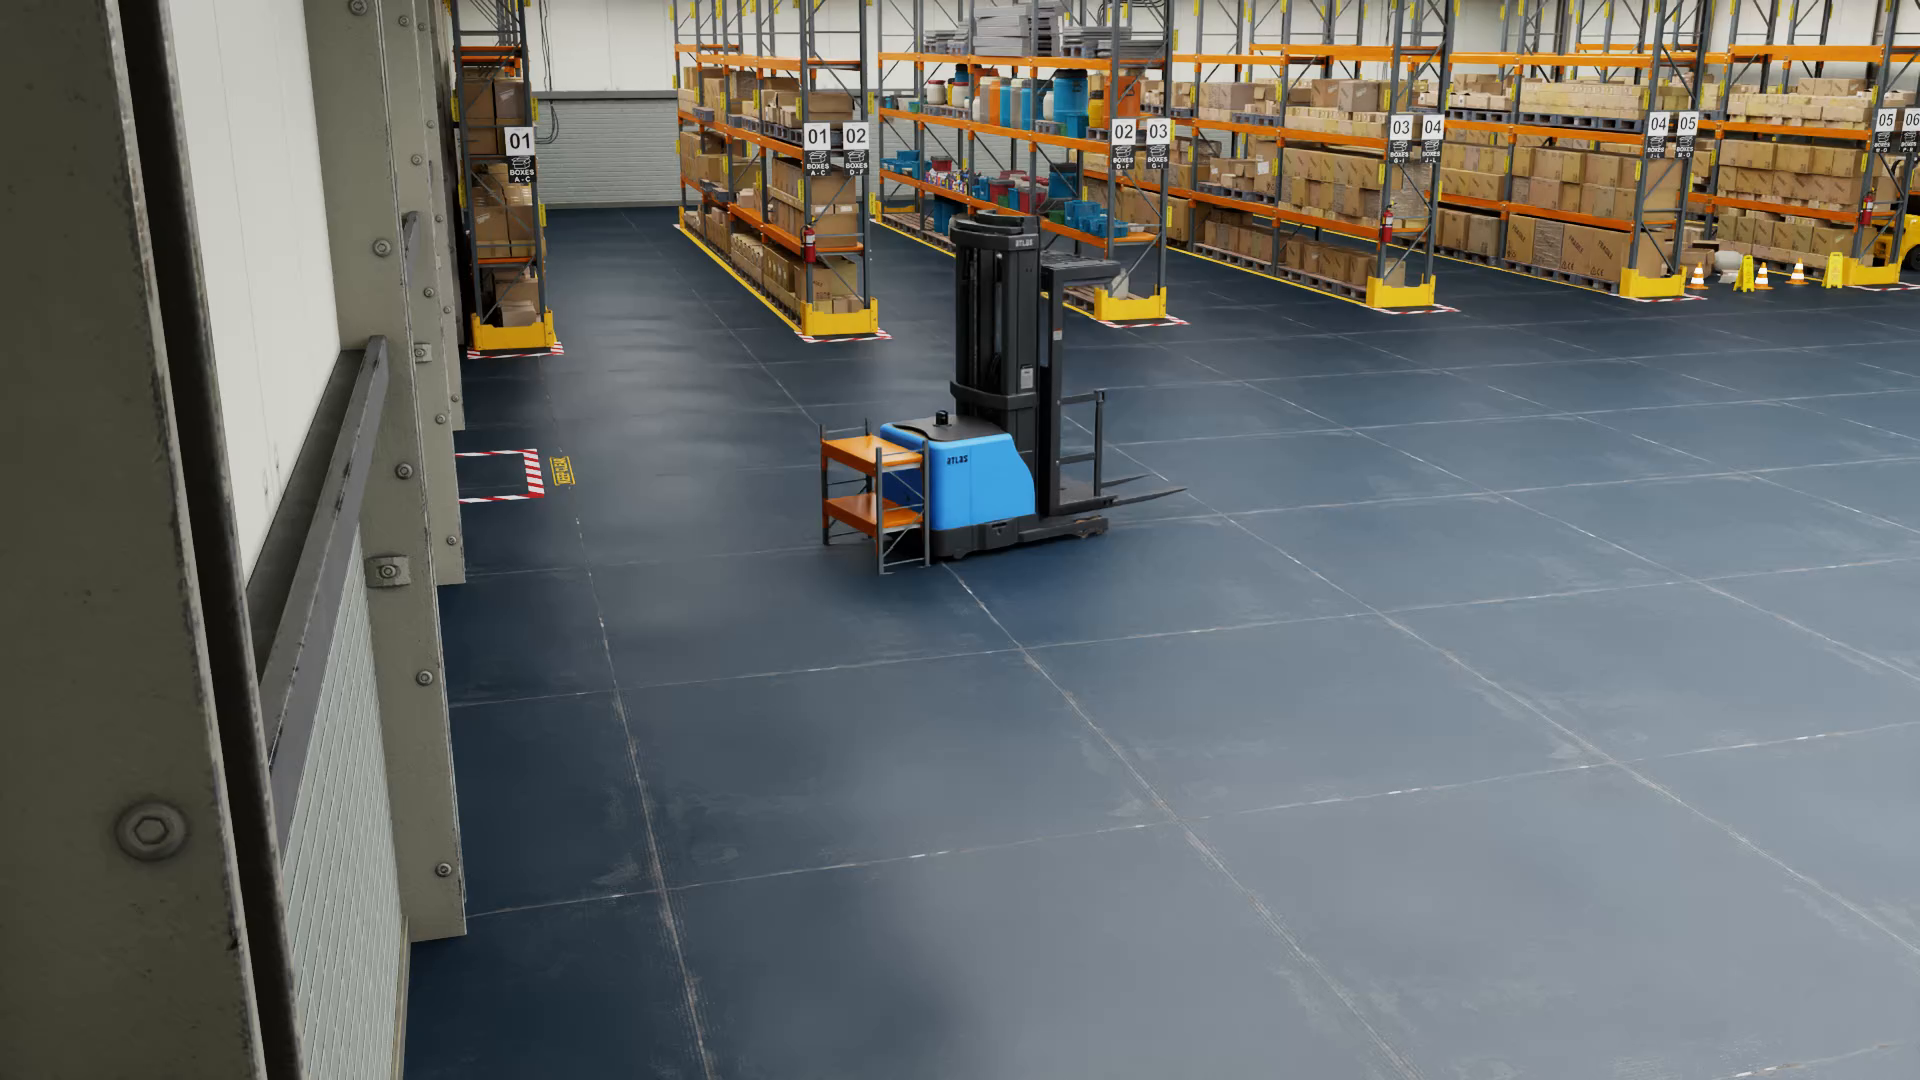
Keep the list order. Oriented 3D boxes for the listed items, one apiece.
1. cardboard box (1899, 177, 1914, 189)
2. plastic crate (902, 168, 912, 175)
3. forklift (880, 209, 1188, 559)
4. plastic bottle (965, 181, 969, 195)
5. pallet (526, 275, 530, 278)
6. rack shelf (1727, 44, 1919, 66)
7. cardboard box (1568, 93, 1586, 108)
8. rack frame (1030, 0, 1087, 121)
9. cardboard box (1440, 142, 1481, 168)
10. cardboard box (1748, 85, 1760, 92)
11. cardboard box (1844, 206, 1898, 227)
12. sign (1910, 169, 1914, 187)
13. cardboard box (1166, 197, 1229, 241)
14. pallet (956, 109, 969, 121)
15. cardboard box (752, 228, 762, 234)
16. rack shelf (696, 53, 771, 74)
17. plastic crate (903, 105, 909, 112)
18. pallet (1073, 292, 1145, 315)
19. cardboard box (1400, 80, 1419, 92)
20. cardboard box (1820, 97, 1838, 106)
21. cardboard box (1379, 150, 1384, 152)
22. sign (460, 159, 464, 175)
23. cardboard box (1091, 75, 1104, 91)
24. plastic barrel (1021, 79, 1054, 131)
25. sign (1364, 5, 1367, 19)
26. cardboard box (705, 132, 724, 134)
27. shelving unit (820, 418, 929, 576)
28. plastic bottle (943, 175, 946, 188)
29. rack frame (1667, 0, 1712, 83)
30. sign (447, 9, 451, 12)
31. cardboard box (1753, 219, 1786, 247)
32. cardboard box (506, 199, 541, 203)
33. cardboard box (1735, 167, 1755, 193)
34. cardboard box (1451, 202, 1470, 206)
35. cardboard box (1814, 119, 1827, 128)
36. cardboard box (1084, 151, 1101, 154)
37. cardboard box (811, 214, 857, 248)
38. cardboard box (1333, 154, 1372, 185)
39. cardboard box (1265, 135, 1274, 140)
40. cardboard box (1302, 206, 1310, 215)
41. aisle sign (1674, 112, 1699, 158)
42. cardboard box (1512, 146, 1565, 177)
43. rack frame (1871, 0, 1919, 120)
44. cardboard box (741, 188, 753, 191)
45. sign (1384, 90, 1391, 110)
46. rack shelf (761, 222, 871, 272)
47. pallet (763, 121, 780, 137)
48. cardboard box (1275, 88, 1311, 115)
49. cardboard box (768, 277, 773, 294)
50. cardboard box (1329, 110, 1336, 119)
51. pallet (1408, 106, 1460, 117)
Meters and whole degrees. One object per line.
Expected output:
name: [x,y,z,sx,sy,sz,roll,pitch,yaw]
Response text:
cardboard box: [20.443,-7.816,36.316,0.500,0.250,0.500,-4,17,-14]
plastic crate: [-1.195,-8.774,39.598,0.293,0.136,0.466,-5,17,-15]
forklift: [0.773,-1.539,15.280,3.031,2.935,1.130,-11,20,-32]
plastic bottle: [0.150,-7.329,34.638,0.061,0.283,0.133,-5,17,-15]
pallet: [-8.309,-4.635,30.313,1.003,0.211,1.213,-5,17,-15]
rack shelf: [16.611,-9.349,31.989,1.077,0.370,4.000,-5,17,-15]
cardboard box: [11.614,-8.136,30.747,0.500,0.250,0.500,-5,17,-15]
rack frame: [1.771,-9.074,29.814,1.000,3.000,0.127,-5,17,-15]
cardboard box: [10.628,-8.183,35.365,0.700,0.500,0.500,-5,17,-16]
cardboard box: [19.233,-10.870,40.058,0.380,0.149,0.250,-5,17,-16]
cardboard box: [20.473,-7.191,37.375,0.875,0.625,0.625,-5,17,-16]
sign: [17.683,-6.727,30.924,0.100,0.325,0.005,-5,17,-15]
cardboard box: [5.264,-7.074,36.551,1.225,0.875,0.875,-6,18,-18]
pallet: [0.556,-8.872,34.687,1.003,0.211,1.213,-5,17,-15]
cardboard box: [-3.942,-6.078,33.851,0.500,0.500,0.500,-4,17,-13]
rack shelf: [-4.642,-9.807,34.200,1.077,0.370,4.000,-5,17,-15]
plastic crate: [-1.143,-10.045,38.722,0.293,0.136,0.466,-5,17,-15]
pallet: [2.586,-4.001,28.202,1.003,0.211,1.213,-5,17,-15]
cardboard box: [9.870,-10.005,36.625,0.396,0.266,0.258,-5,17,-15]
cardboard box: [16.582,-8.323,31.582,0.380,0.149,0.250,-5,17,-15]
cardboard box: [9.927,-8.935,38.453,0.380,0.149,0.250,-4,17,-14]
sign: [-9.387,-7.033,31.438,0.100,0.325,0.005,-5,17,-15]
cardboard box: [3.657,-11.201,41.033,0.700,0.500,0.500,-6,18,-19]
plastic barrel: [1.423,-8.001,30.585,0.600,0.901,0.708,-5,17,-15]
sign: [9.663,-12.611,39.691,0.100,0.325,0.005,-5,17,-15]
cardboard box: [-5.764,-9.415,39.467,0.500,0.500,0.500,-4,17,-14]
shelving unit: [-0.754,-0.399,14.621,0.538,1.125,1.048,-10,19,-30]
plastic bottle: [-0.316,-7.812,36.266,0.097,0.271,0.097,0,17,0]
rack frame: [18.635,-12.855,42.403,1.000,3.000,0.127,-5,17,-15]
sign: [-9.387,-9.875,30.584,0.100,0.325,0.005,-5,17,-15]
cardboard box: [16.263,-6.144,33.235,0.500,0.500,0.500,-4,17,-12]
cardboard box: [-6.624,-4.901,25.274,0.500,0.500,0.500,-5,17,-15]
cardboard box: [16.075,-7.285,33.598,0.500,0.500,0.500,-5,17,-15]
cardboard box: [13.547,-8.992,43.695,0.875,0.438,0.875,-5,17,-17]
cardboard box: [16.534,-7.945,31.708,0.380,0.149,0.250,-5,17,-16]
cardboard box: [3.393,-9.906,41.453,0.500,0.500,0.500,-5,17,-17]
cardboard box: [-2.009,-4.881,26.113,0.700,0.500,0.500,-5,17,-15]
cardboard box: [6.966,-6.564,29.458,0.500,0.500,0.500,-5,17,-15]
cardboard box: [8.167,-10.515,42.612,0.500,0.500,0.500,-5,17,-16]
cardboard box: [6.562,-6.110,30.815,0.380,0.149,0.250,-5,17,-15]
aisle sign: [12.737,-7.099,29.150,0.394,0.787,0.004,-5,17,-15]
cardboard box: [11.398,-7.440,32.668,0.875,0.550,0.550,-5,17,-15]
rack frame: [17.161,-9.142,30.043,1.000,3.000,0.127,-5,17,-15]
cardboard box: [-4.034,-6.769,32.727,0.500,0.311,0.500,-4,17,-12]
sign: [7.093,-7.308,27.611,0.100,0.325,0.005,-5,17,-15]
rack shelf: [-2.443,-4.912,27.639,1.077,0.370,4.000,-5,17,-15]
pallet: [-2.733,-6.970,28.180,1.003,0.211,1.213,-5,17,-15]
cardboard box: [6.499,-8.417,31.933,0.797,0.503,0.637,-6,18,-18]
cardboard box: [-3.024,-4.403,28.744,0.500,0.250,0.500,-5,17,-15]
cardboard box: [6.824,-7.607,29.714,0.380,0.149,0.250,-4,17,-14]
pallet: [10.459,-9.235,35.894,1.213,0.211,1.003,-4,17,-13]
